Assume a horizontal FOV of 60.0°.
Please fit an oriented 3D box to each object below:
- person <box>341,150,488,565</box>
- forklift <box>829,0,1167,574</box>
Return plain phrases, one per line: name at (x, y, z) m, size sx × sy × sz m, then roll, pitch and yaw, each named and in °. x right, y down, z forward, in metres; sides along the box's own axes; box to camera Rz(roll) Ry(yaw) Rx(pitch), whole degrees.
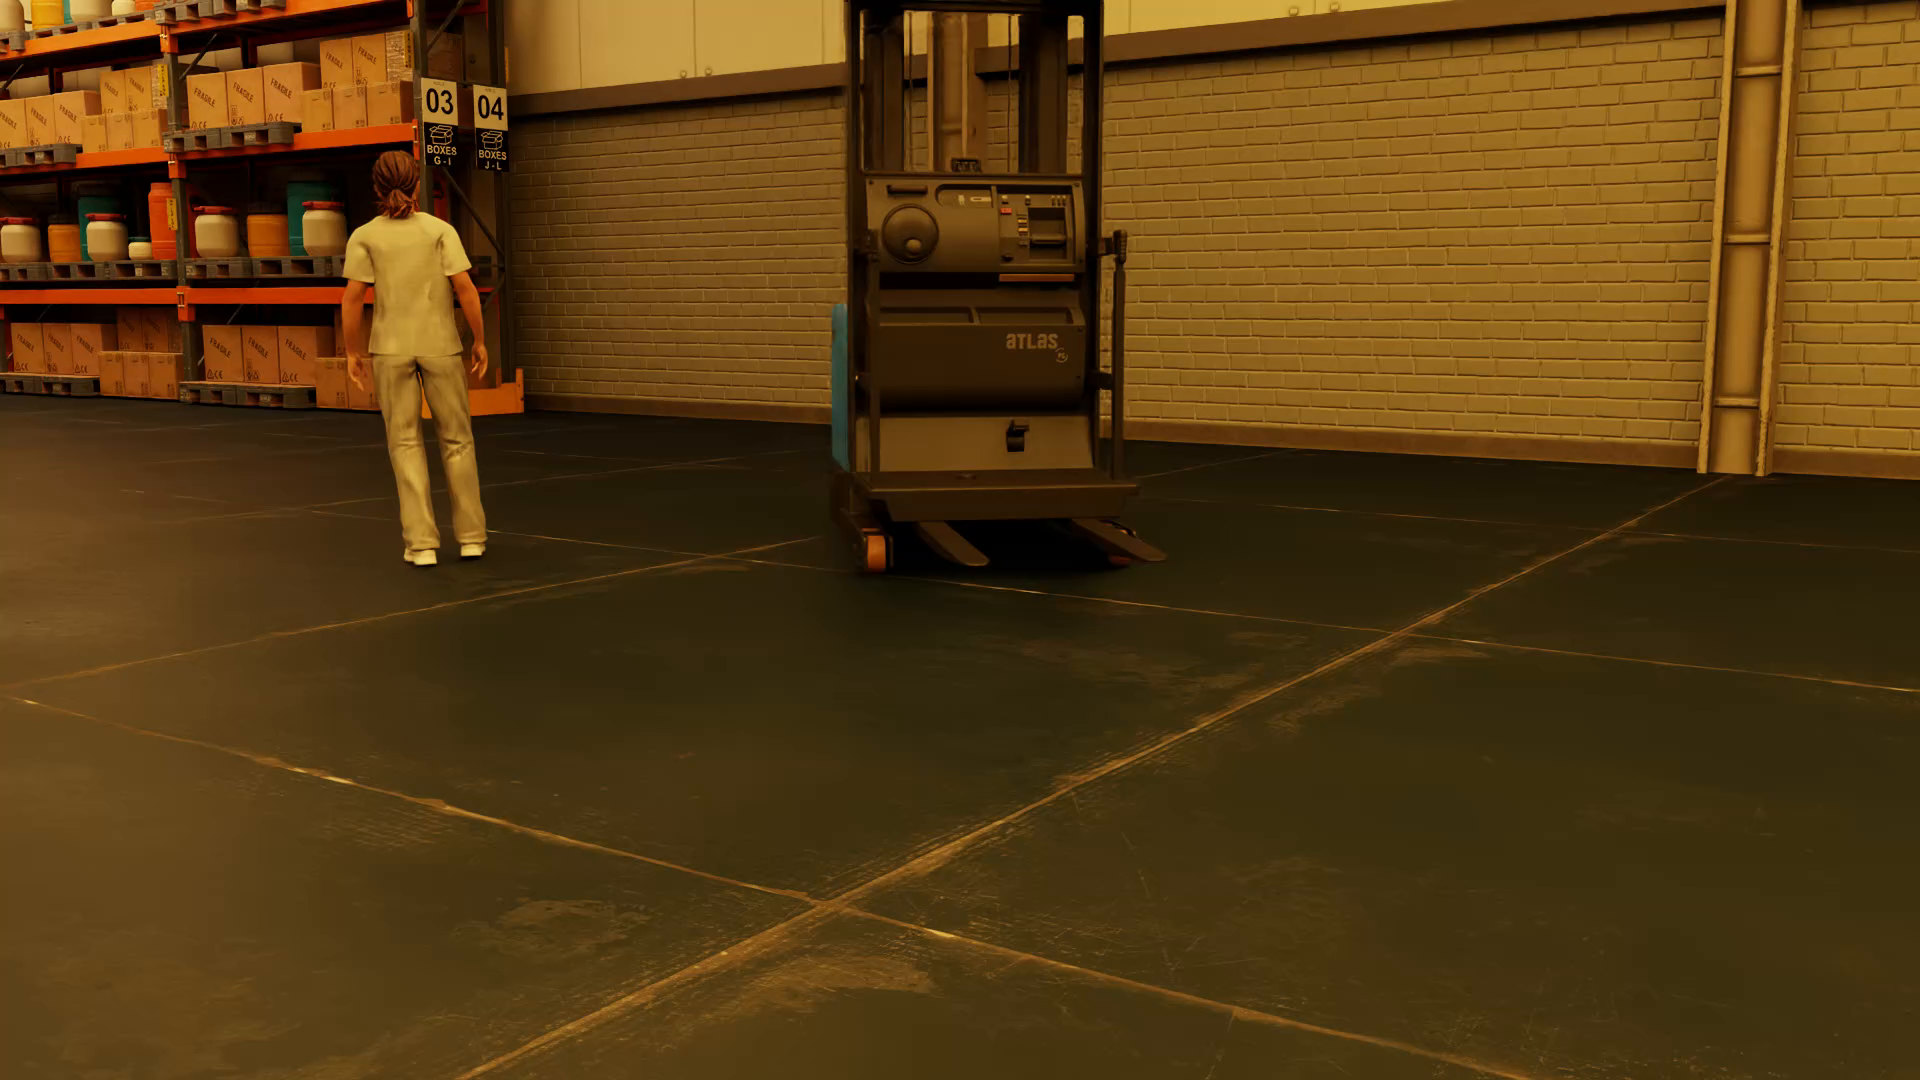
person at (-2.238, -0.738, 6.855) m, size 0.560 × 1.671 × 0.539 m, roll -3°, pitch 8°, yaw -18°
forklift at (0.105, -1.366, 6.800) m, size 1.130 × 2.935 × 3.031 m, roll -1°, pitch 8°, yaw -9°
